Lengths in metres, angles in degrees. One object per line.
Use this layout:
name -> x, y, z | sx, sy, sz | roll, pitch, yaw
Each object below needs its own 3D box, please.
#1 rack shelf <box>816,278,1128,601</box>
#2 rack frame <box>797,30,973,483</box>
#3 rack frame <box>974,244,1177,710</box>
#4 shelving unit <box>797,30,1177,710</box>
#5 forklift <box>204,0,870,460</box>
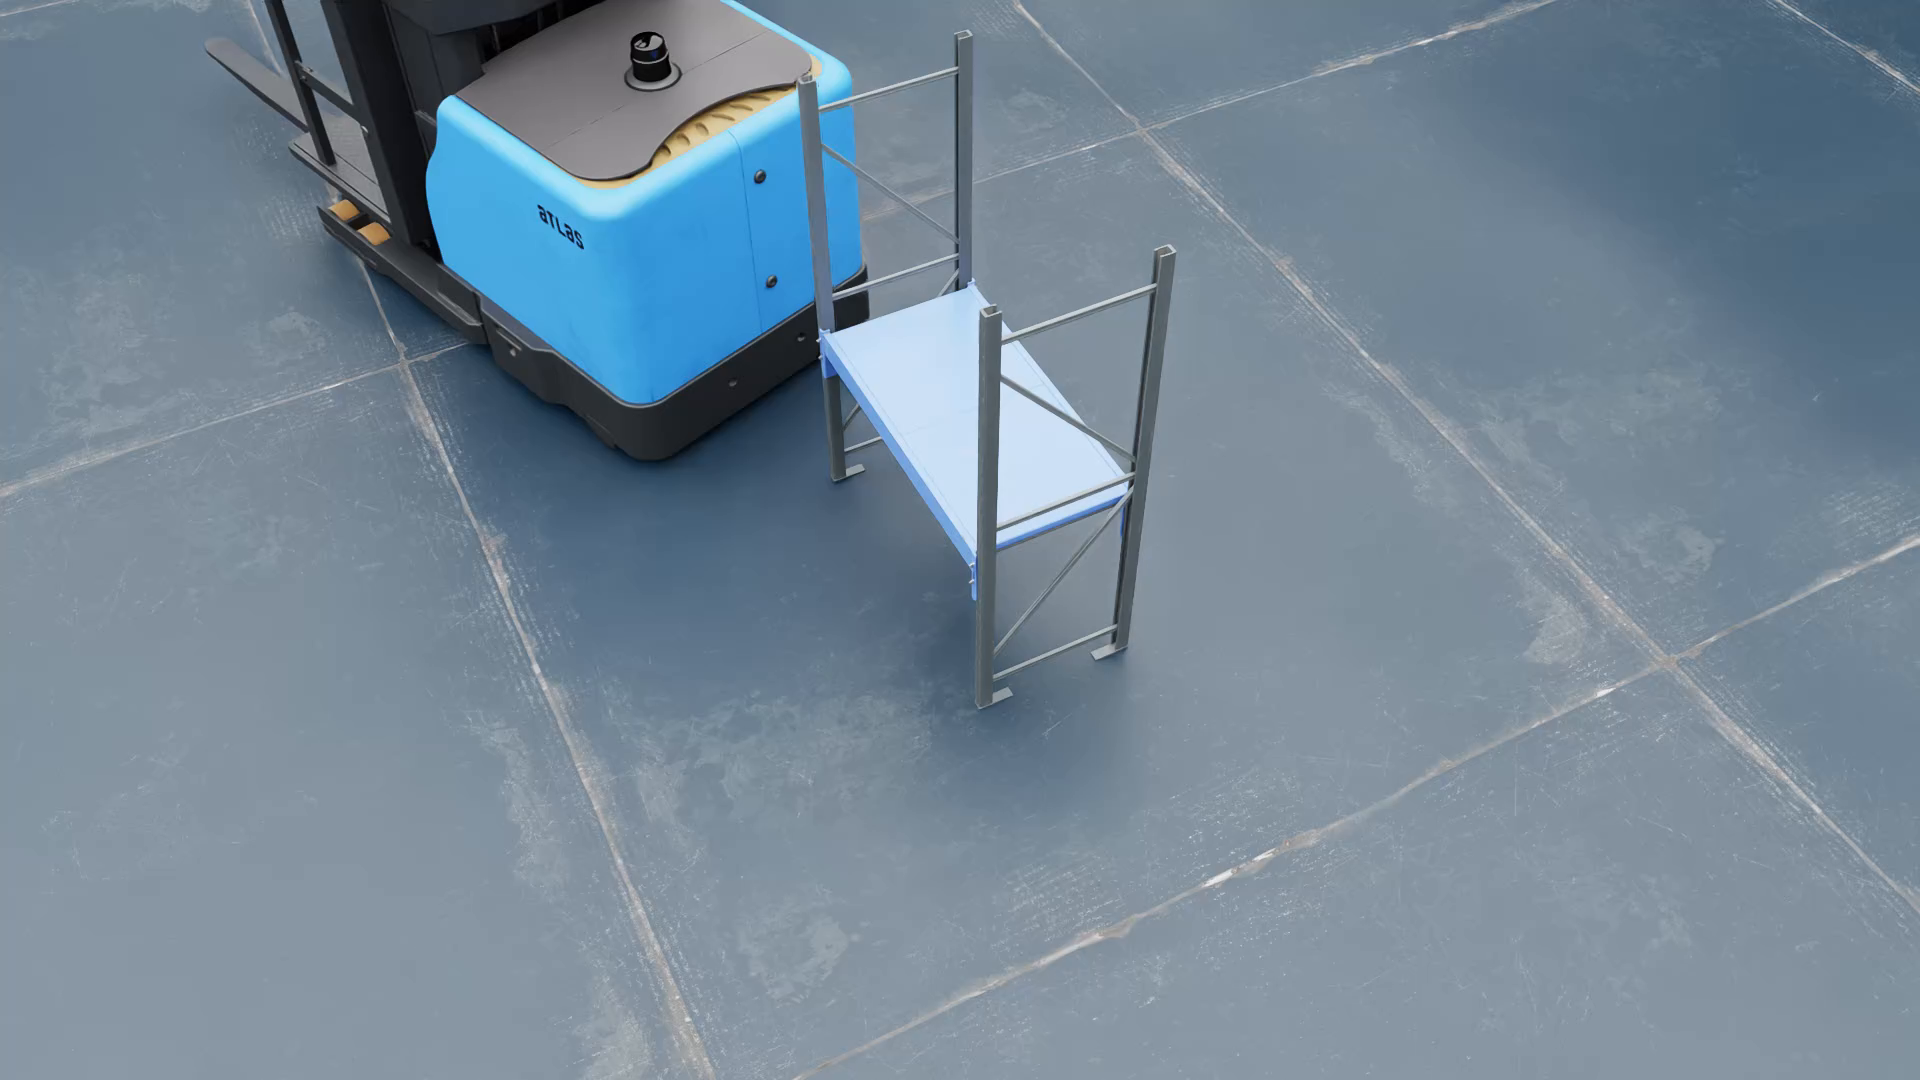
rack shelf -> 0.039, -0.318, 4.771 | 0.538, 0.185, 1.000 | -21, 52, -18
rack frame -> -0.194, -0.777, 4.933 | 0.500, 1.500, 0.032 | -21, 52, -18
rack frame -> 0.272, -0.096, 4.338 | 0.500, 1.500, 0.032 | -21, 52, -18
shelving unit -> 0.039, -0.437, 4.636 | 0.538, 1.500, 1.048 | -21, 52, -18
forklift -> -1.729, -2.215, 5.240 | 3.031, 2.935, 1.130 | 36, 58, 27
